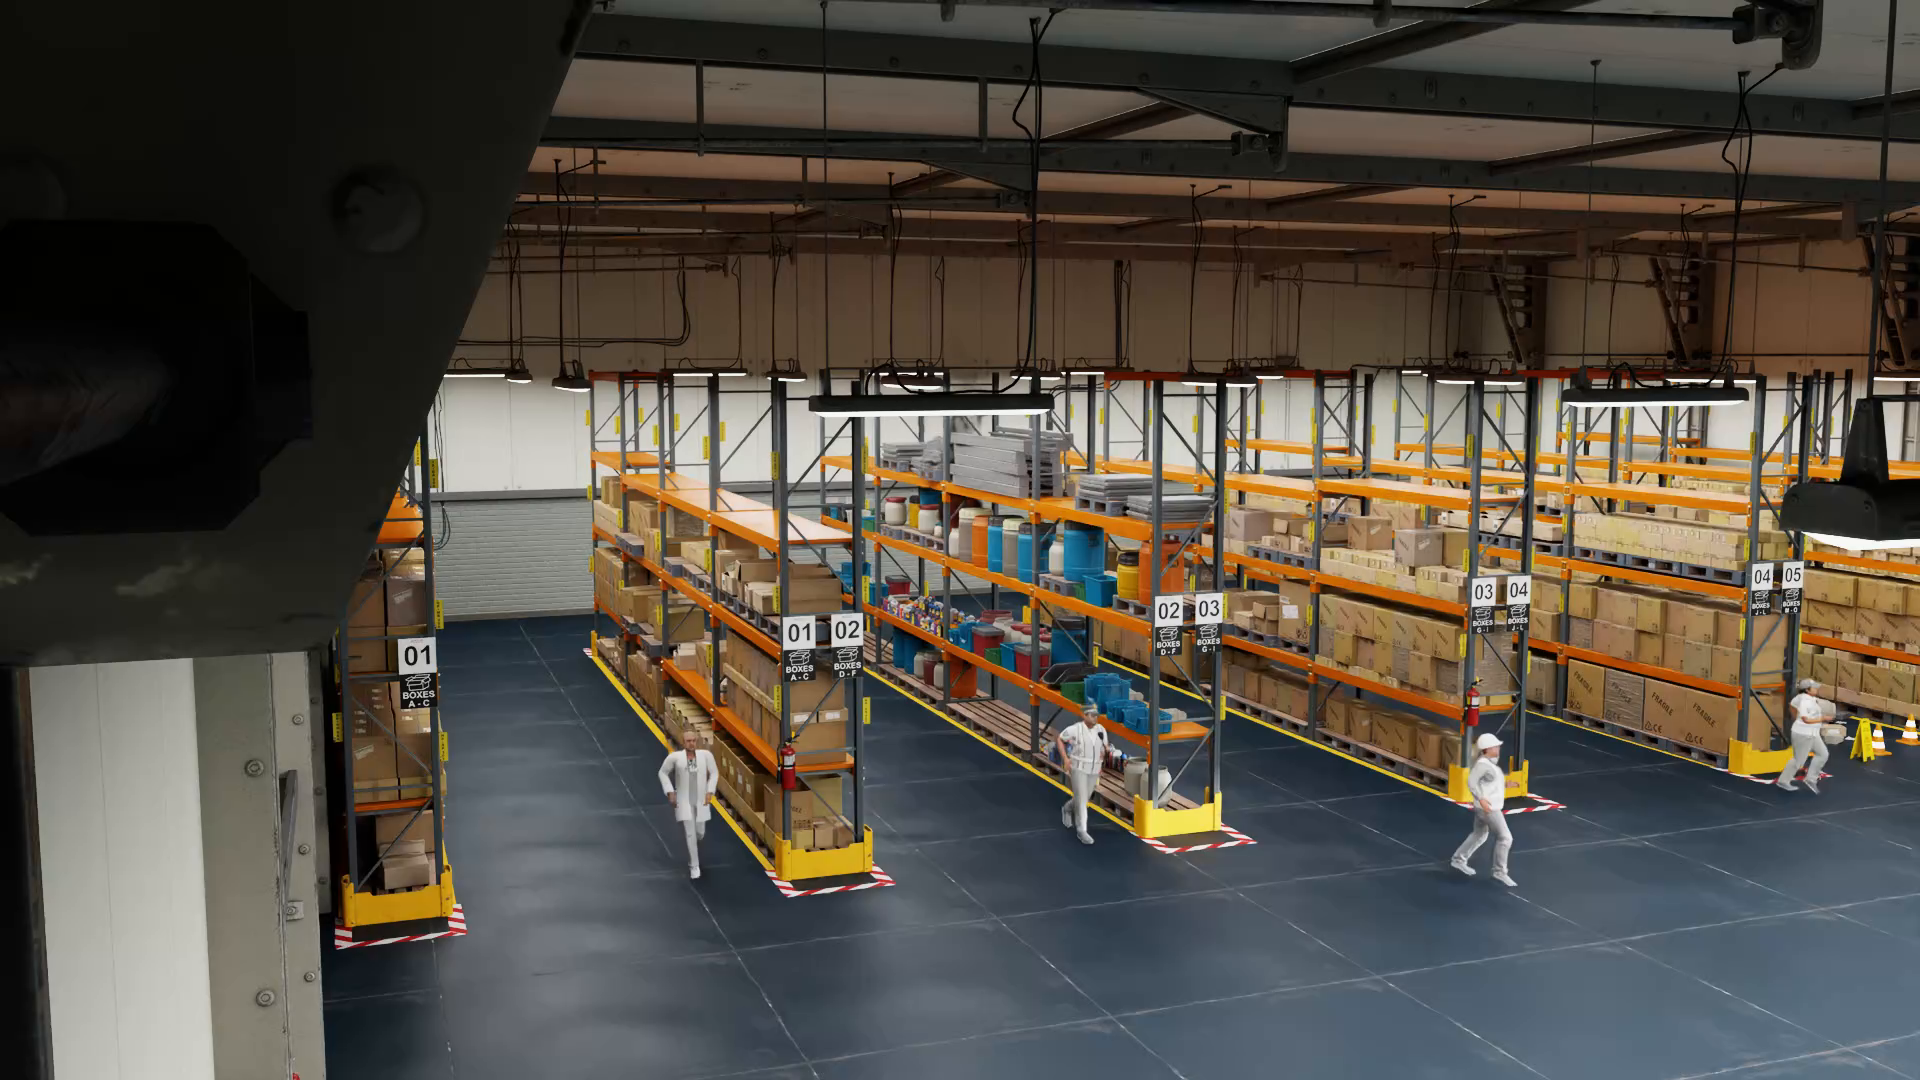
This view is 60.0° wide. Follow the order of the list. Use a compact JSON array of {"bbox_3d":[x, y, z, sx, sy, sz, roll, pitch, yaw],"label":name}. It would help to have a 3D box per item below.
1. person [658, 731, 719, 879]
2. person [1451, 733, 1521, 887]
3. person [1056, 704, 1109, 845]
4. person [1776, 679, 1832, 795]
[{"bbox_3d":[-3.314,3.203,20.407,0.735,1.760,0.763,-2,7,-19],"label":"person"},{"bbox_3d":[6.316,3.224,19.964,0.769,1.823,0.636,2,7,14],"label":"person"},{"bbox_3d":[1.660,3.006,21.838,0.693,1.748,0.964,-3,7,-26],"label":"person"},{"bbox_3d":[12.180,2.839,23.961,0.678,1.710,0.581,4,8,32],"label":"person"}]
